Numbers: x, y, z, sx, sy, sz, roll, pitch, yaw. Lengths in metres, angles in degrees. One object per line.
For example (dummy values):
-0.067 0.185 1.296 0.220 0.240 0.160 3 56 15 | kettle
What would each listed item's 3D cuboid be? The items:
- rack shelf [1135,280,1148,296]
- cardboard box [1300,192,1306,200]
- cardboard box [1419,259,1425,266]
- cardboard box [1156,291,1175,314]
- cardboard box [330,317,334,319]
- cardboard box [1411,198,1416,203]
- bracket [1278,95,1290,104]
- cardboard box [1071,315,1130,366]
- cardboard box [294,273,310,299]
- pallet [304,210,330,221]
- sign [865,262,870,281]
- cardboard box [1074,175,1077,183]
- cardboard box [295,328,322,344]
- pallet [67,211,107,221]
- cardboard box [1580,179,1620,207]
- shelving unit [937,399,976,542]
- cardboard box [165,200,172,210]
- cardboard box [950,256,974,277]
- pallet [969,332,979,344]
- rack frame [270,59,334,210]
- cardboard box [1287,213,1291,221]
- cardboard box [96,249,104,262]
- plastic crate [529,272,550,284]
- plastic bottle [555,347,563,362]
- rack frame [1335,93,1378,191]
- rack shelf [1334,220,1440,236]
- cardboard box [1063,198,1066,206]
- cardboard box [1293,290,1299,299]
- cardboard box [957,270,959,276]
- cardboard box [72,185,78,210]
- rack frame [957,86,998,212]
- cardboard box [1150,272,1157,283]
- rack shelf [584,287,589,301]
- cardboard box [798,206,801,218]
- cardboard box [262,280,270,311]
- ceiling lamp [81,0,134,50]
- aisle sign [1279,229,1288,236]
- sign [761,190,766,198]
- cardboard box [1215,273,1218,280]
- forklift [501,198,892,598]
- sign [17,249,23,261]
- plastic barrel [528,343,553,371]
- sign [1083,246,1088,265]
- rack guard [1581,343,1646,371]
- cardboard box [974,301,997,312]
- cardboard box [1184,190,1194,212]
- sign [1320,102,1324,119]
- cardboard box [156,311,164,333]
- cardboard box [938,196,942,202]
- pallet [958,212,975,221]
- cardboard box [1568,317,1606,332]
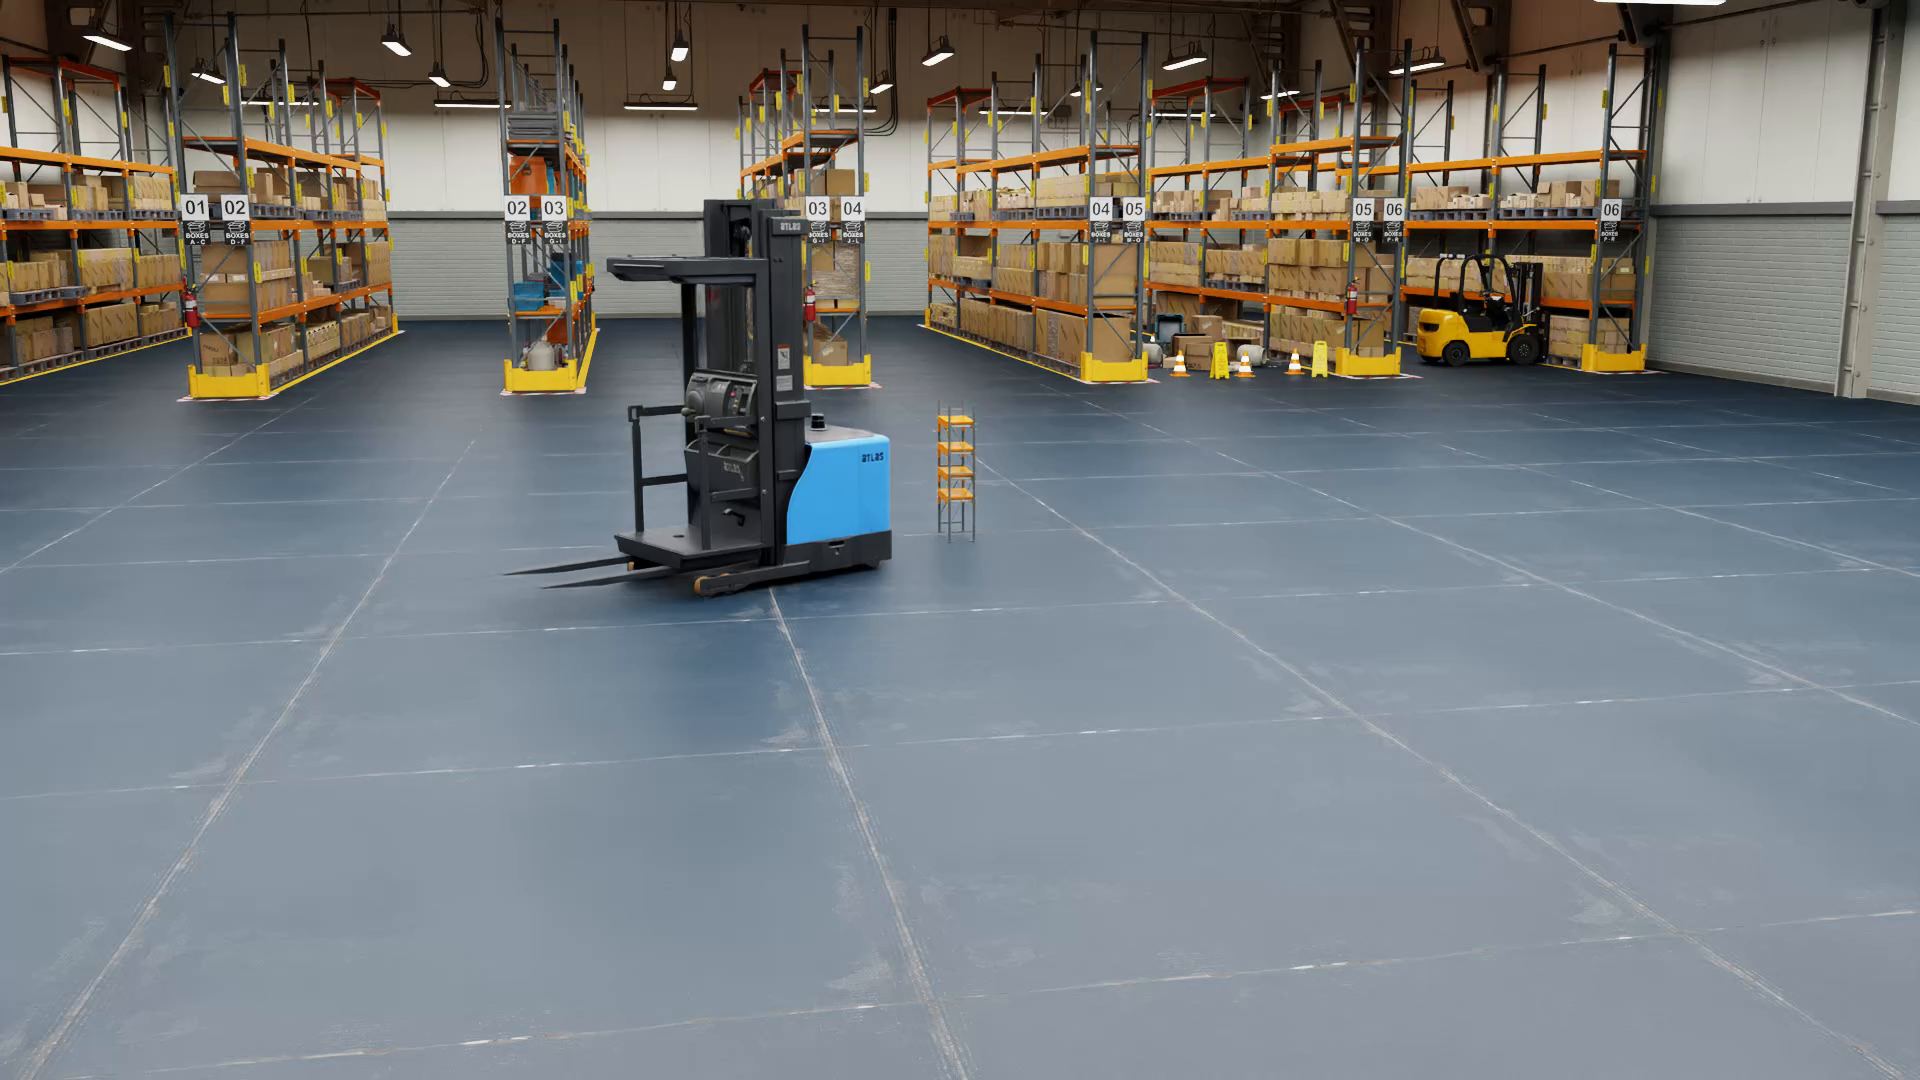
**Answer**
4.864 -6.756 44.094 1.077 0.370 4.000 -2 11 -11 | rack shelf
6.857 -6.711 32.449 0.380 0.149 0.250 -2 11 -12 | cardboard box
10.801 -6.394 38.264 0.380 0.149 0.250 -2 11 -9 | cardboard box
5.452 -5.794 41.677 0.875 0.875 0.875 -2 11 -9 | cardboard box
-14.028 -4.631 36.515 0.500 0.500 0.500 -3 11 -13 | cardboard box
10.542 -7.984 39.140 0.380 0.149 0.250 -2 11 -9 | cardboard box
9.435 -12.811 48.311 0.235 0.232 0.430 -2 11 -11 | bracket
2.554 -3.628 30.293 0.875 0.875 0.875 -2 11 -11 | cardboard box
-12.963 -4.935 32.332 0.500 0.500 0.500 -2 11 -11 | cardboard box
-12.968 -6.344 32.486 1.003 0.211 1.213 -2 11 -8 | pallet
-1.602 -4.626 28.666 0.100 0.325 0.005 -2 11 -11 | sign
2.256 -6.483 29.861 0.380 0.149 0.250 -2 11 -10 | cardboard box
-12.660 -3.958 32.201 0.500 0.311 0.500 -2 11 -13 | cardboard box
-18.664 -6.810 34.937 1.003 0.211 1.213 -2 11 -8 | pallet
12.130 -6.573 31.530 0.500 0.500 0.500 -2 11 -9 | cardboard box
-0.032 -0.620 14.744 0.258 1.200 0.503 -2 11 -11 | shelving unit
-19.419 -8.106 40.251 0.500 0.250 0.500 -2 11 -9 | cardboard box
0.046 -6.818 41.431 0.500 0.500 0.500 -2 11 -11 | cardboard box
0.811 -4.807 39.389 1.003 0.211 1.213 -2 11 -11 | pallet
-13.408 -8.236 33.902 1.000 3.000 0.127 -2 11 -11 | rack frame
6.782 -6.468 33.306 0.380 0.149 0.250 -2 11 -11 | cardboard box
-18.308 -5.964 34.889 0.500 0.250 0.500 -2 11 -11 | cardboard box
-8.534 -5.192 33.784 0.402 0.464 0.583 -2 11 -11 | plastic crate
-7.465 -3.460 30.962 0.152 0.276 0.135 -2 11 -11 | plastic bottle
10.121 -9.871 42.491 1.000 3.000 0.127 -2 11 -11 | rack frame
10.510 -7.677 40.911 1.077 0.370 4.000 -2 11 -11 | rack shelf
2.107 -6.230 30.668 0.380 0.149 0.250 -2 11 -11 | cardboard box
6.795 -4.848 32.815 0.380 0.149 0.250 -2 11 -11 | cardboard box
0.147 -6.441 40.066 0.380 0.149 0.250 -2 11 -11 | cardboard box
-18.571 -7.029 34.138 0.700 0.500 0.500 -3 11 -14 | cardboard box
0.417 -9.491 40.496 1.000 3.000 0.127 -2 11 -11 | rack frame
5.080 -6.579 41.639 0.500 0.250 0.500 -2 11 -12 | cardboard box
-8.937 -5.482 37.400 1.077 0.370 4.000 -2 11 -11 | rack shelf
-2.577 -5.752 29.273 0.500 0.250 0.500 -2 11 -11 | cardboard box
-12.128 -4.144 28.181 0.700 0.500 0.500 -2 11 -11 | cardboard box
-14.710 -10.267 28.958 0.800 3.185 2.000 -2 11 -11 | ceiling lamp
9.042 -8.936 46.673 0.394 0.787 0.004 -2 11 -11 | aisle sign
-4.236 -7.396 35.917 0.100 0.325 0.005 -2 11 -11 | sign
5.942 -5.921 37.329 0.380 0.149 0.250 -3 11 -15 | cardboard box
-2.006 -1.114 12.713 3.031 2.935 1.130 -9 14 -39 | forklift
-18.810 -5.656 33.295 0.100 0.325 0.005 -2 11 -11 | sign
-7.195 -3.103 28.510 0.421 0.512 0.421 0 11 0 | plastic barrel
2.216 -5.011 29.273 0.100 0.325 0.005 -2 11 -11 | sign
12.460 -3.491 31.699 1.175 0.500 0.348 -2 11 -11 | rack guard
0.613 -5.459 38.913 0.500 0.250 0.500 -2 11 -10 | cardboard box
5.652 -7.913 38.834 0.700 0.500 0.500 -3 11 -14 | cardboard box
7.345 -8.737 33.821 0.100 0.325 0.005 -2 11 -11 | sign
-19.281 -5.148 39.281 0.700 0.500 0.500 -2 11 -10 | cardboard box
-0.350 -8.812 42.945 0.380 0.149 0.250 -2 11 -9 | cardboard box
0.637 -7.618 39.180 1.213 0.211 1.003 -2 11 -11 | pallet
12.060 -4.143 31.997 0.500 0.250 0.500 -2 11 -9 | cardboard box
